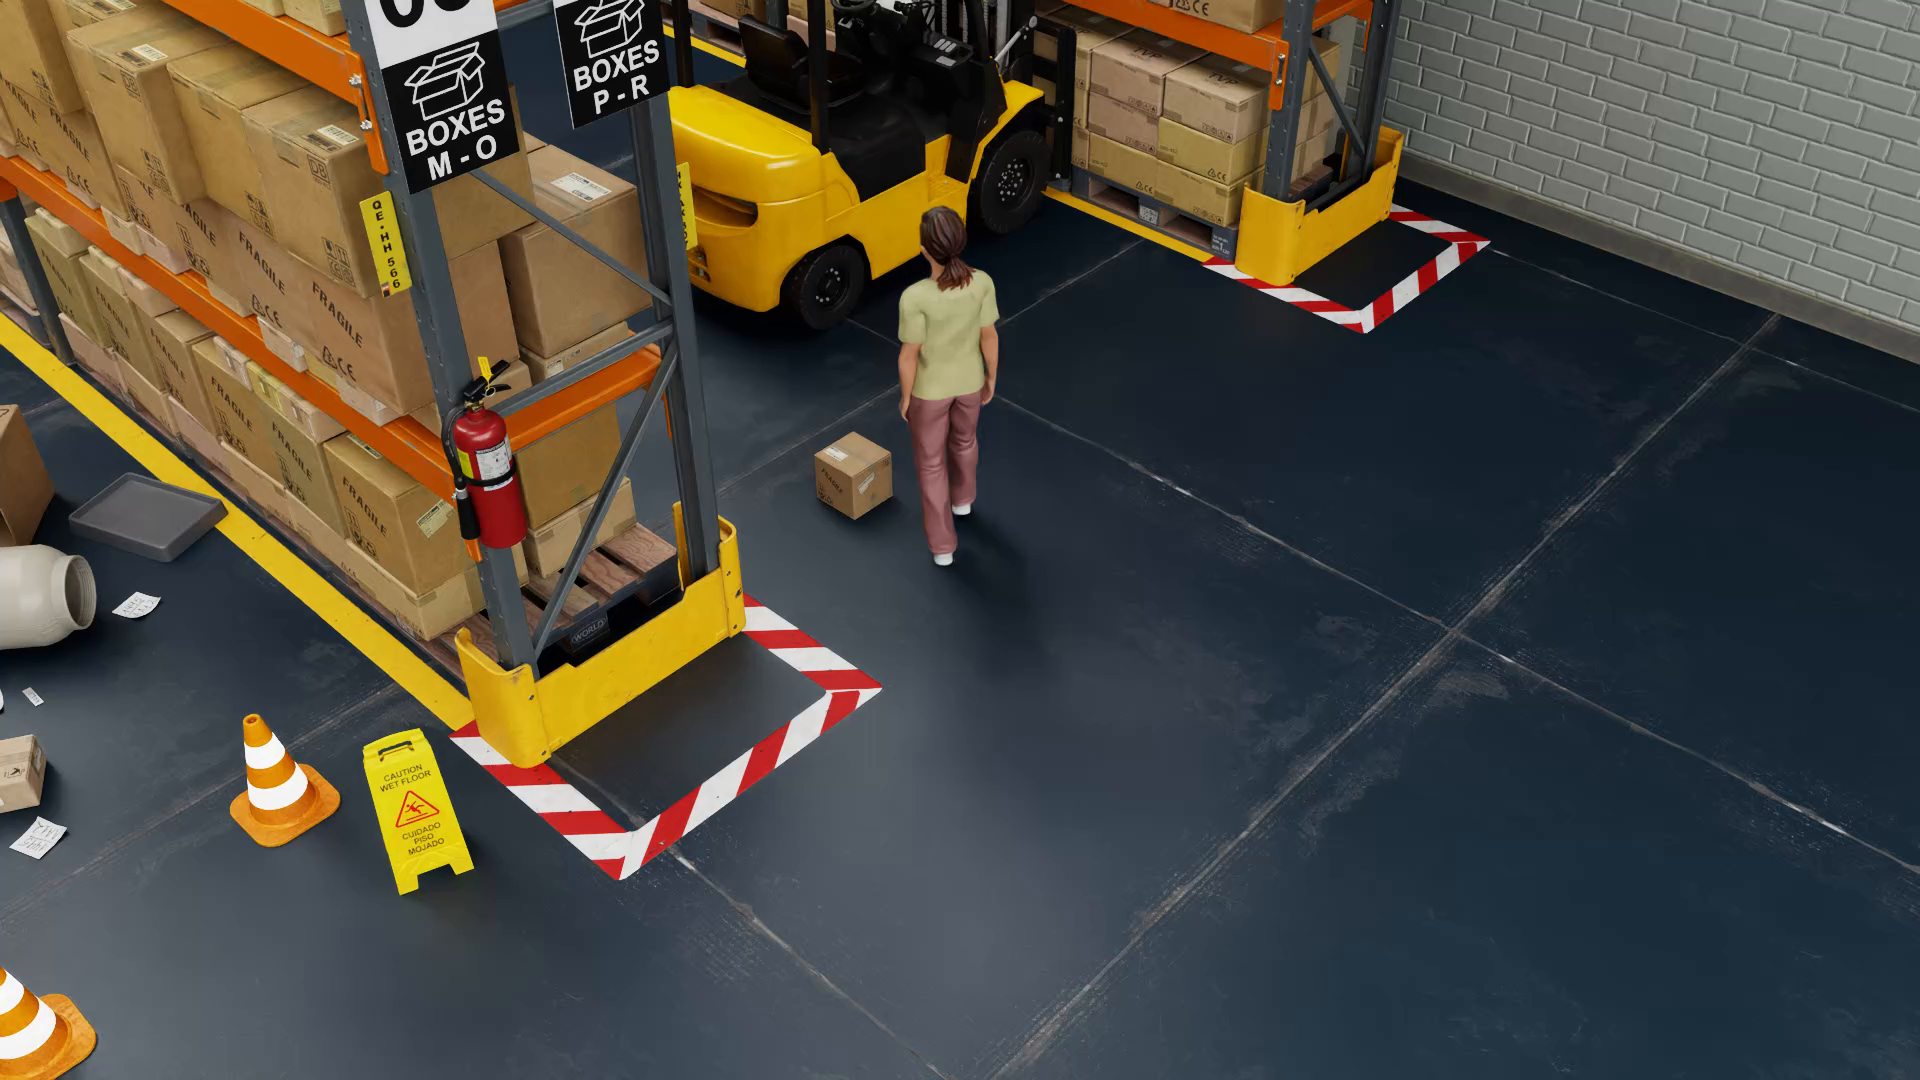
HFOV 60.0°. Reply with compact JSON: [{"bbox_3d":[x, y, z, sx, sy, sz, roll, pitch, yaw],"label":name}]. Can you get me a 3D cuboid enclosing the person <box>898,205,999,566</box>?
[{"bbox_3d":[-0.103,-0.697,6.995,0.464,1.670,0.599,-17,42,-19],"label":"person"}]
